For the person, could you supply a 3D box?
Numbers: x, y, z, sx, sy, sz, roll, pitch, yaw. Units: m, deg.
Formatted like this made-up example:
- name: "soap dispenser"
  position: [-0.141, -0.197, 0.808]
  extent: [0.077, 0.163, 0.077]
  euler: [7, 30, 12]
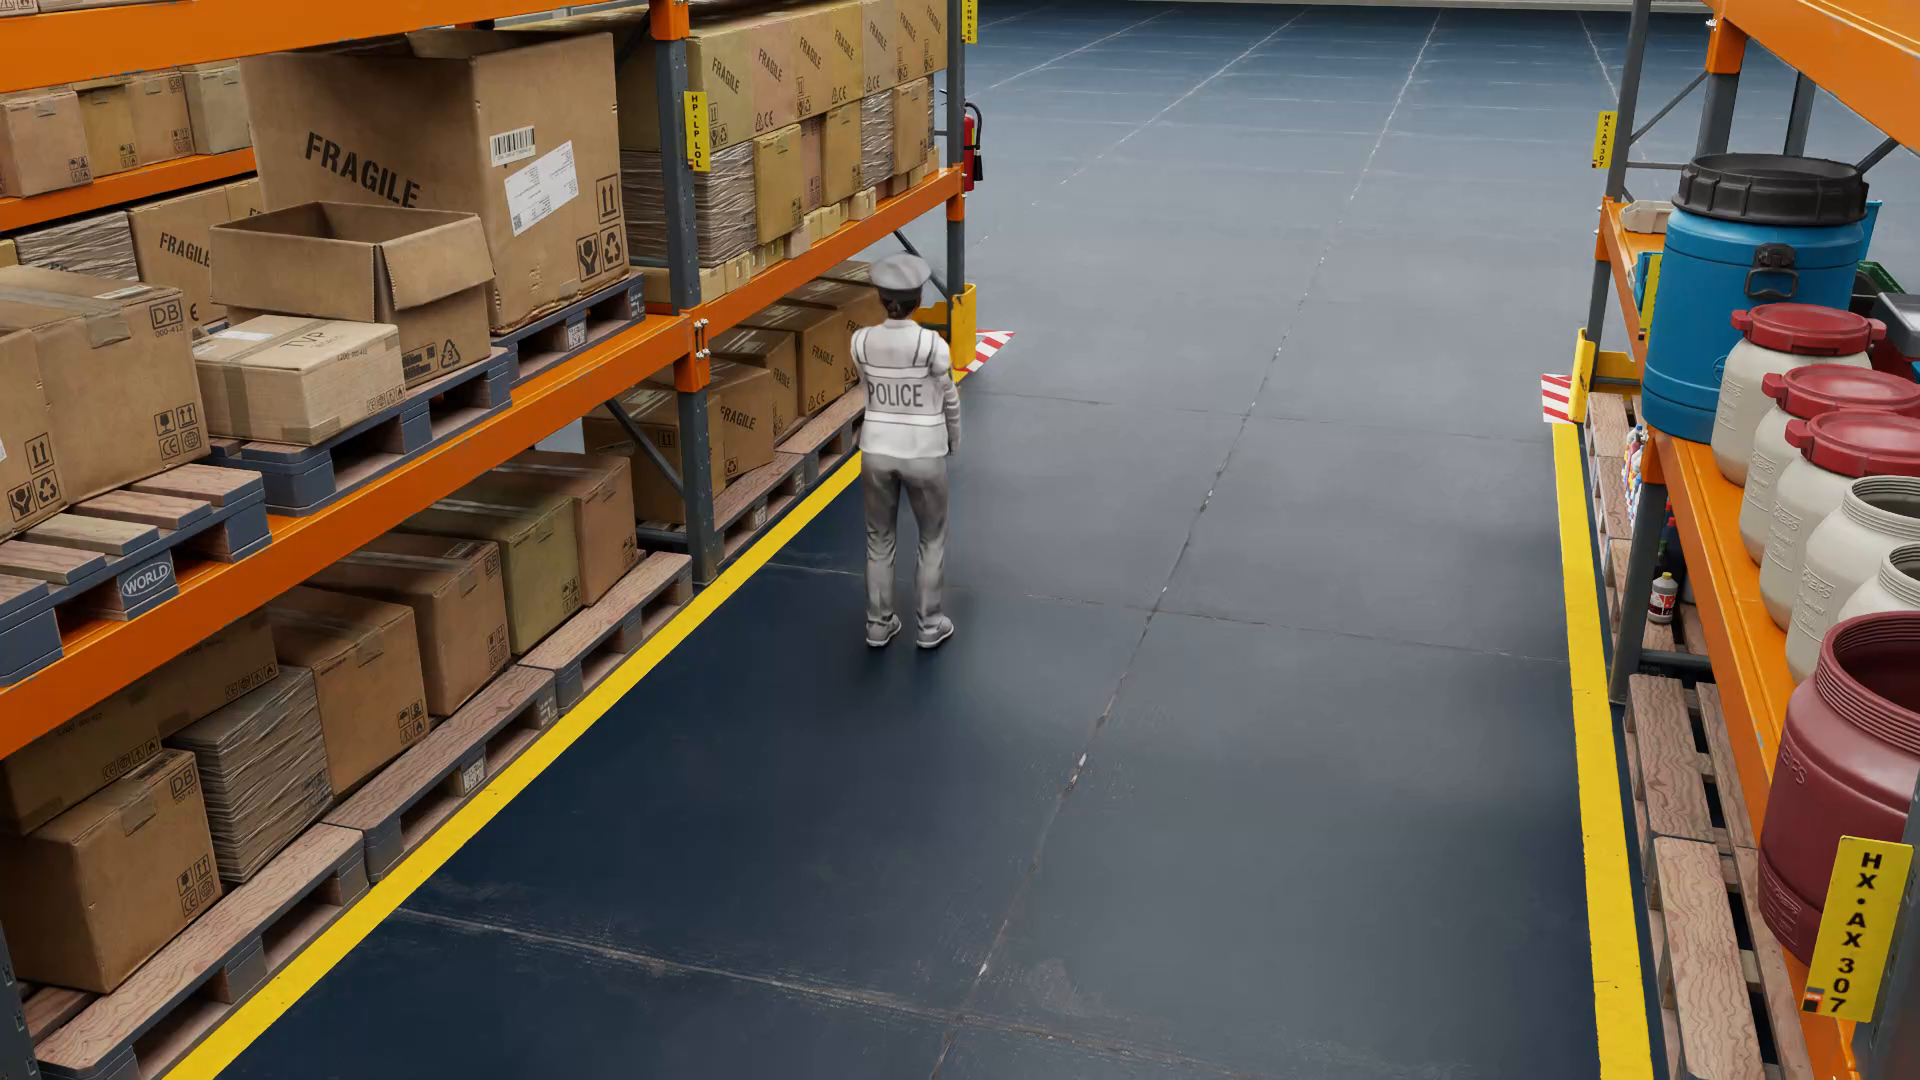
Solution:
- name: "person"
  position: [-0.217, -0.366, 6.975]
  extent: [0.416, 1.684, 0.530]
  euler: [6, 23, 15]
